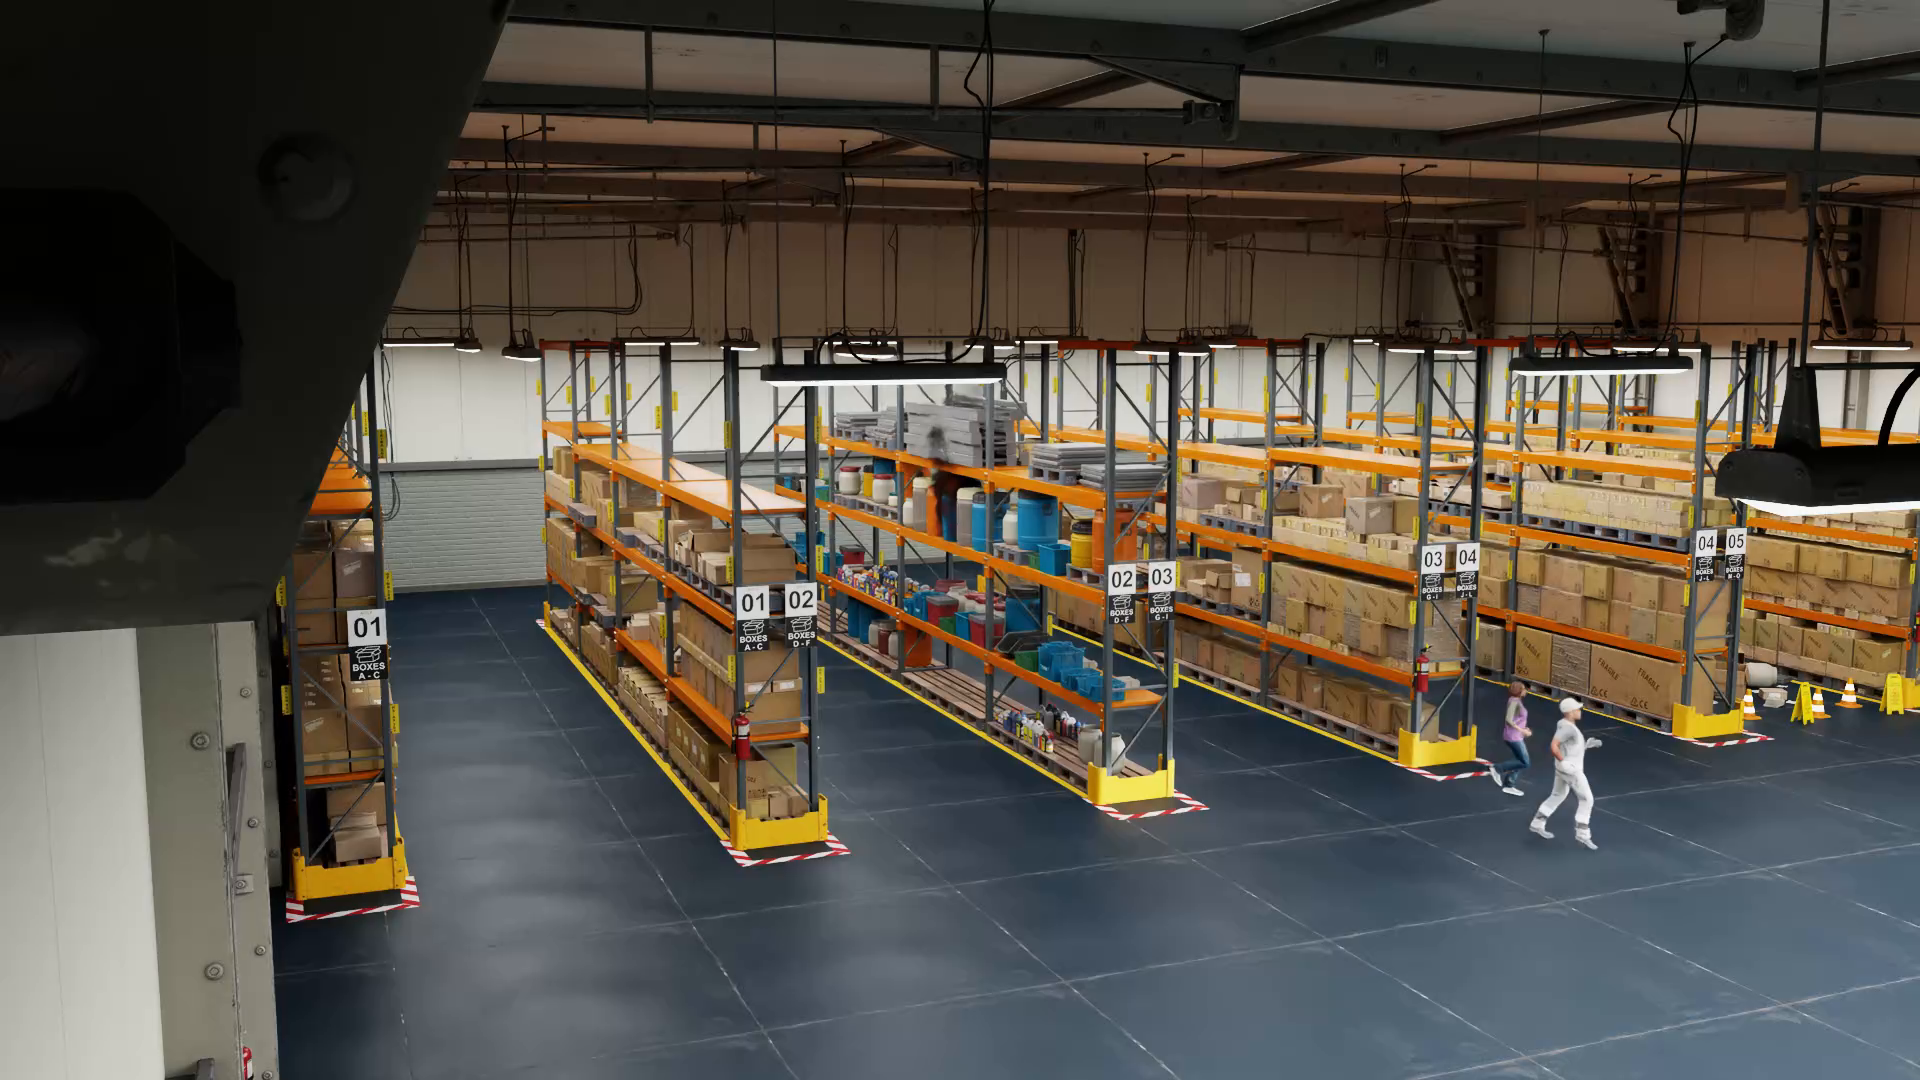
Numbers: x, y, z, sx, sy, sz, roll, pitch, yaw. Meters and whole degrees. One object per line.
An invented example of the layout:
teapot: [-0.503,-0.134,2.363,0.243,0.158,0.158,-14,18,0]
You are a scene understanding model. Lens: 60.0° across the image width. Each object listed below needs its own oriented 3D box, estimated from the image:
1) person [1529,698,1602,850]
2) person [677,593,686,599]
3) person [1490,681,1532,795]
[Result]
person: [7.361,2.824,20.161,0.806,1.845,0.650,1,7,7]
person: [-5.498,1.149,33.762,0.644,1.635,0.554,-6,9,-38]
person: [7.431,2.671,22.412,0.518,1.563,0.521,3,8,20]
